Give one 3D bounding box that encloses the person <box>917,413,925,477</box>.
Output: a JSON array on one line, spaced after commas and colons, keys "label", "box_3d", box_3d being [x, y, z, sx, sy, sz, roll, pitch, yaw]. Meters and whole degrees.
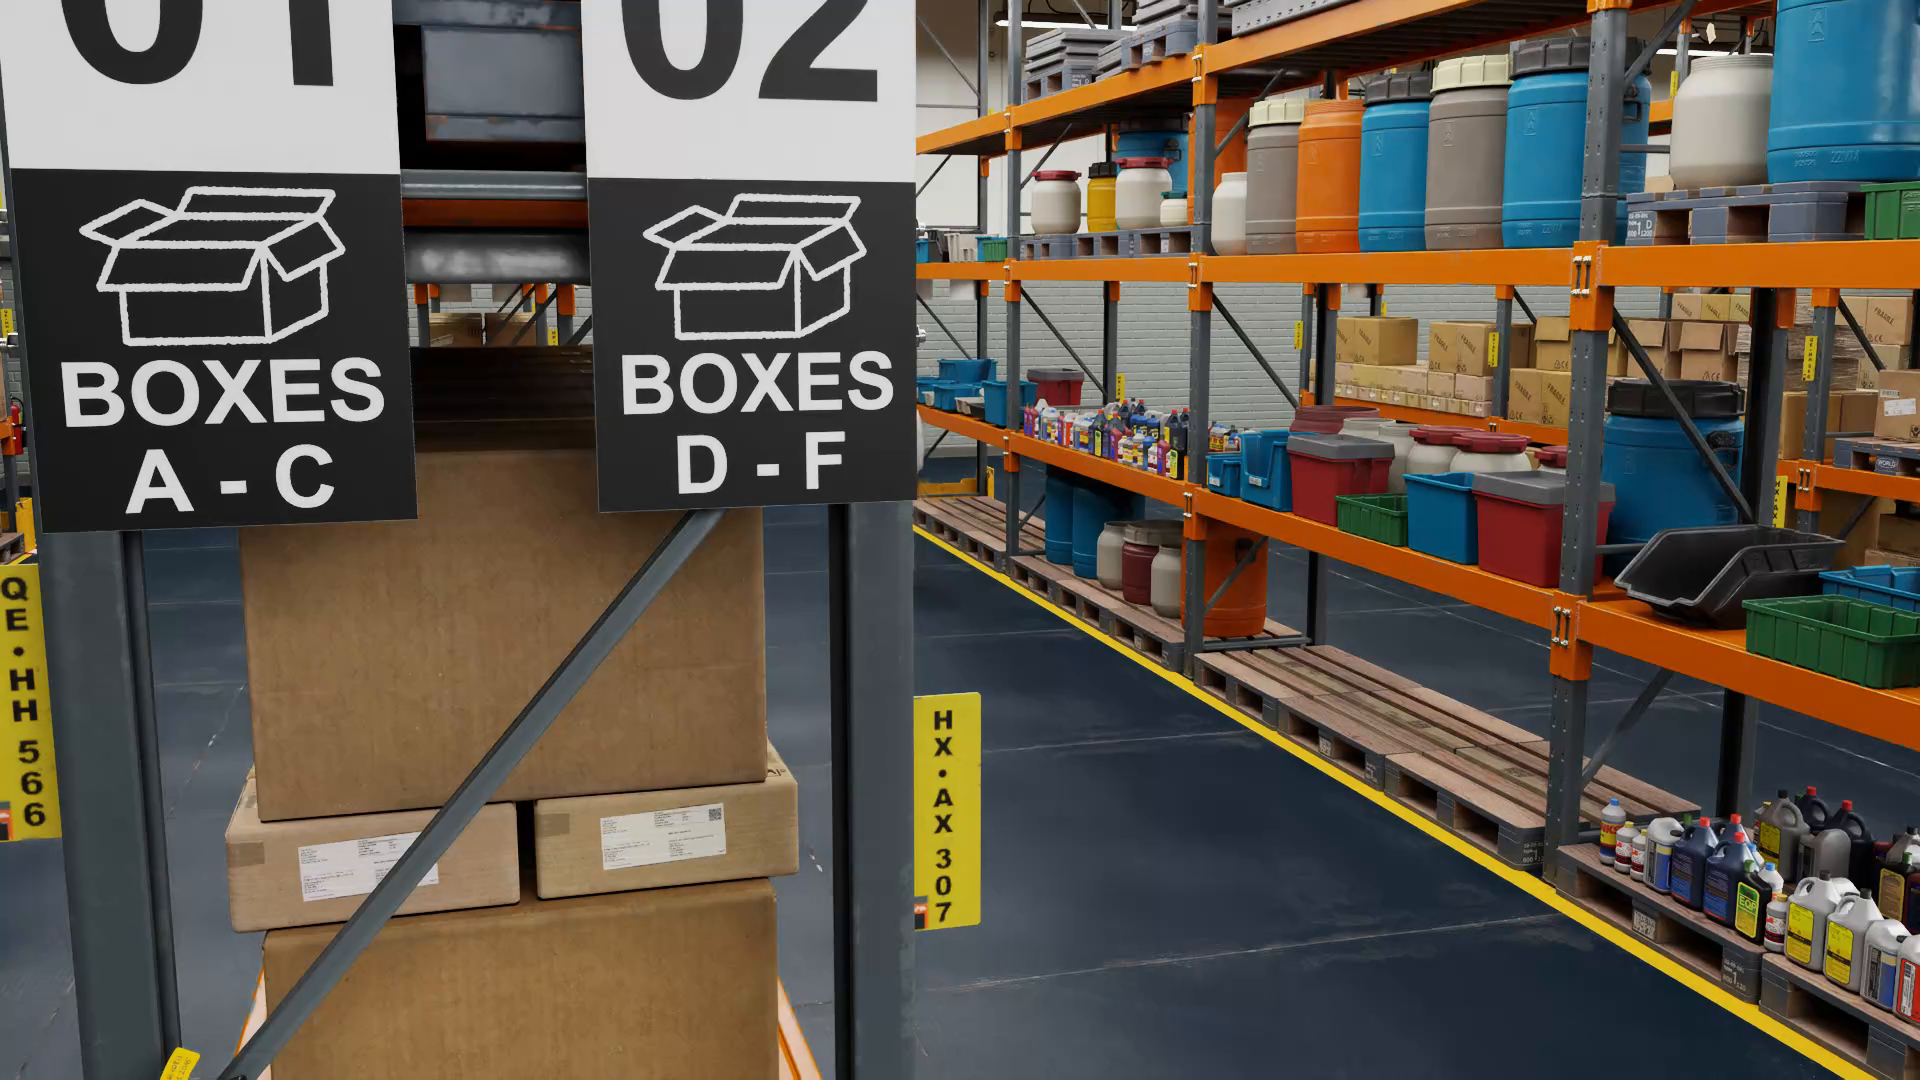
[{"label": "person", "box_3d": [-0.619, -0.639, 15.351, 0.598, 1.718, 1.121, 0, 9, 3]}]
